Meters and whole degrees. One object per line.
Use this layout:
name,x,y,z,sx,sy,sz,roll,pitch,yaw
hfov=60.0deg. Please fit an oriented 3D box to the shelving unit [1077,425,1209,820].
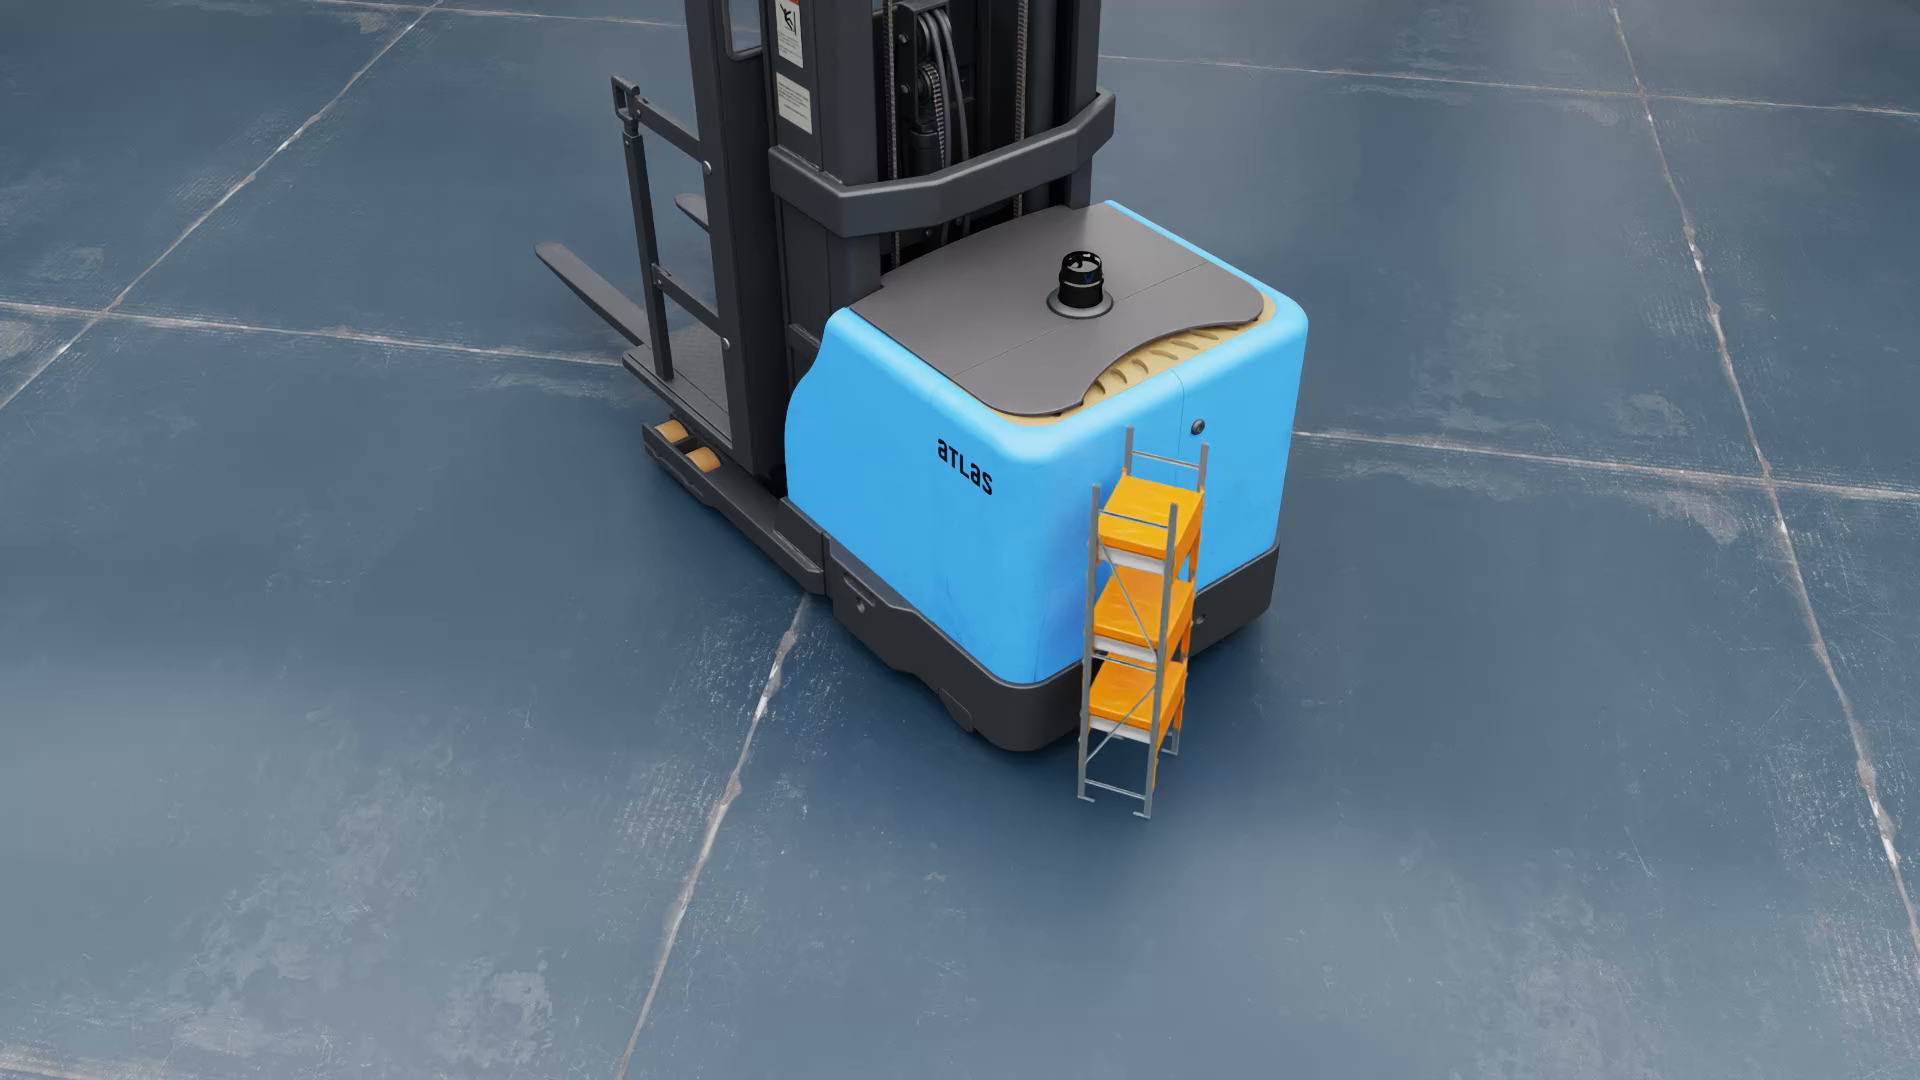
shelving unit,0.446,0.230,4.144,0.215,1.050,0.252,14,42,18

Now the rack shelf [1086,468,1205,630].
rack shelf,0.442,0.020,3.970,0.215,0.259,0.240,14,42,18

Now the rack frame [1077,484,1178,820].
rack frame,0.399,0.303,4.058,0.200,1.050,0.008,14,42,18

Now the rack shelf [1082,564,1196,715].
rack shelf,0.446,0.239,4.151,0.215,0.259,0.240,14,42,18

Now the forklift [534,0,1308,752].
forklift,-0.391,-1.441,4.692,1.130,2.935,3.031,-27,47,-29

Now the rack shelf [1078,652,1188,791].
rack shelf,0.450,0.453,4.328,0.215,0.259,0.240,14,42,18

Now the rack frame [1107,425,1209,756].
rack frame,0.493,0.158,4.230,0.200,1.050,0.008,14,42,18
